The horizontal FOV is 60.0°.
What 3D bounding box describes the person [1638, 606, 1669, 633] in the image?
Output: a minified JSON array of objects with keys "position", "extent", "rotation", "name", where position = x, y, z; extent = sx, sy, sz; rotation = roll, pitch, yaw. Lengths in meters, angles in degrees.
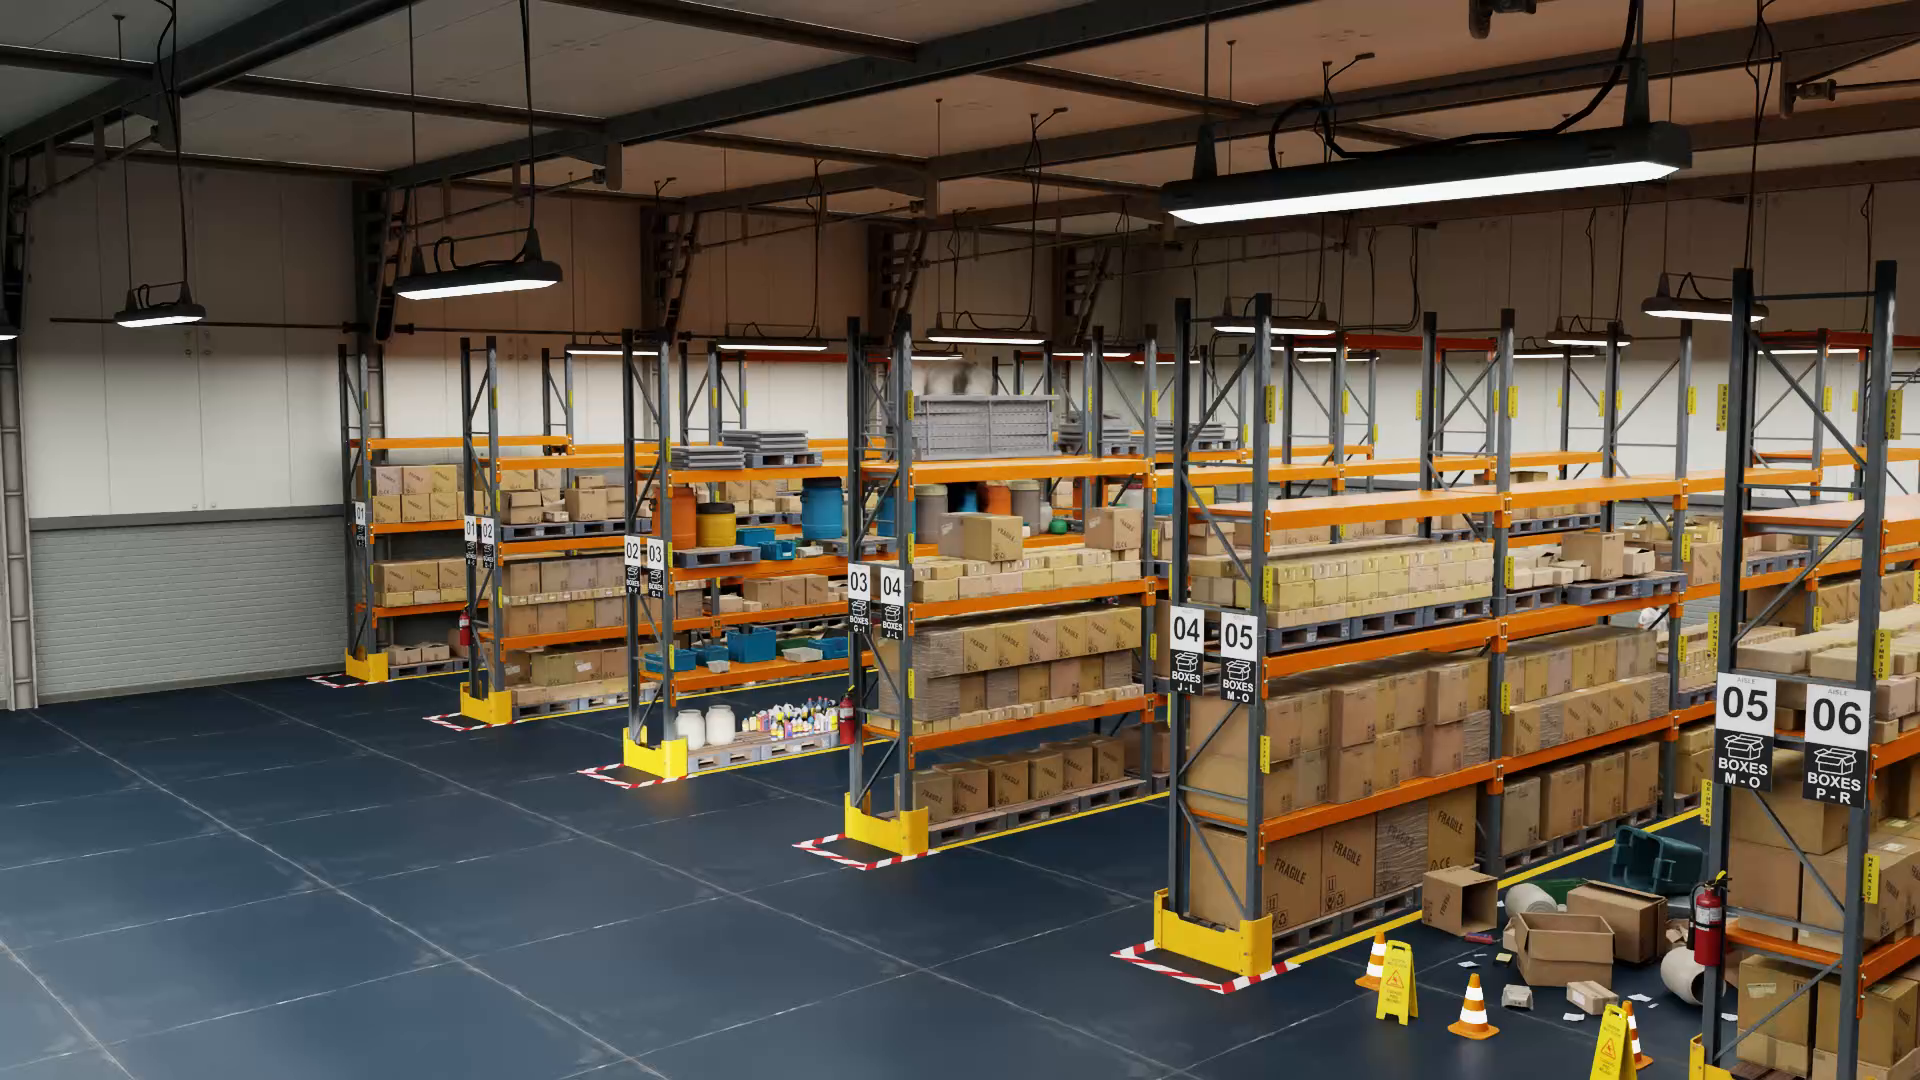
[{"position":[12.225,1.745,29.376],"extent":[0.640,1.611,0.568],"rotation":[-2,6,-25],"name":"person"}]
